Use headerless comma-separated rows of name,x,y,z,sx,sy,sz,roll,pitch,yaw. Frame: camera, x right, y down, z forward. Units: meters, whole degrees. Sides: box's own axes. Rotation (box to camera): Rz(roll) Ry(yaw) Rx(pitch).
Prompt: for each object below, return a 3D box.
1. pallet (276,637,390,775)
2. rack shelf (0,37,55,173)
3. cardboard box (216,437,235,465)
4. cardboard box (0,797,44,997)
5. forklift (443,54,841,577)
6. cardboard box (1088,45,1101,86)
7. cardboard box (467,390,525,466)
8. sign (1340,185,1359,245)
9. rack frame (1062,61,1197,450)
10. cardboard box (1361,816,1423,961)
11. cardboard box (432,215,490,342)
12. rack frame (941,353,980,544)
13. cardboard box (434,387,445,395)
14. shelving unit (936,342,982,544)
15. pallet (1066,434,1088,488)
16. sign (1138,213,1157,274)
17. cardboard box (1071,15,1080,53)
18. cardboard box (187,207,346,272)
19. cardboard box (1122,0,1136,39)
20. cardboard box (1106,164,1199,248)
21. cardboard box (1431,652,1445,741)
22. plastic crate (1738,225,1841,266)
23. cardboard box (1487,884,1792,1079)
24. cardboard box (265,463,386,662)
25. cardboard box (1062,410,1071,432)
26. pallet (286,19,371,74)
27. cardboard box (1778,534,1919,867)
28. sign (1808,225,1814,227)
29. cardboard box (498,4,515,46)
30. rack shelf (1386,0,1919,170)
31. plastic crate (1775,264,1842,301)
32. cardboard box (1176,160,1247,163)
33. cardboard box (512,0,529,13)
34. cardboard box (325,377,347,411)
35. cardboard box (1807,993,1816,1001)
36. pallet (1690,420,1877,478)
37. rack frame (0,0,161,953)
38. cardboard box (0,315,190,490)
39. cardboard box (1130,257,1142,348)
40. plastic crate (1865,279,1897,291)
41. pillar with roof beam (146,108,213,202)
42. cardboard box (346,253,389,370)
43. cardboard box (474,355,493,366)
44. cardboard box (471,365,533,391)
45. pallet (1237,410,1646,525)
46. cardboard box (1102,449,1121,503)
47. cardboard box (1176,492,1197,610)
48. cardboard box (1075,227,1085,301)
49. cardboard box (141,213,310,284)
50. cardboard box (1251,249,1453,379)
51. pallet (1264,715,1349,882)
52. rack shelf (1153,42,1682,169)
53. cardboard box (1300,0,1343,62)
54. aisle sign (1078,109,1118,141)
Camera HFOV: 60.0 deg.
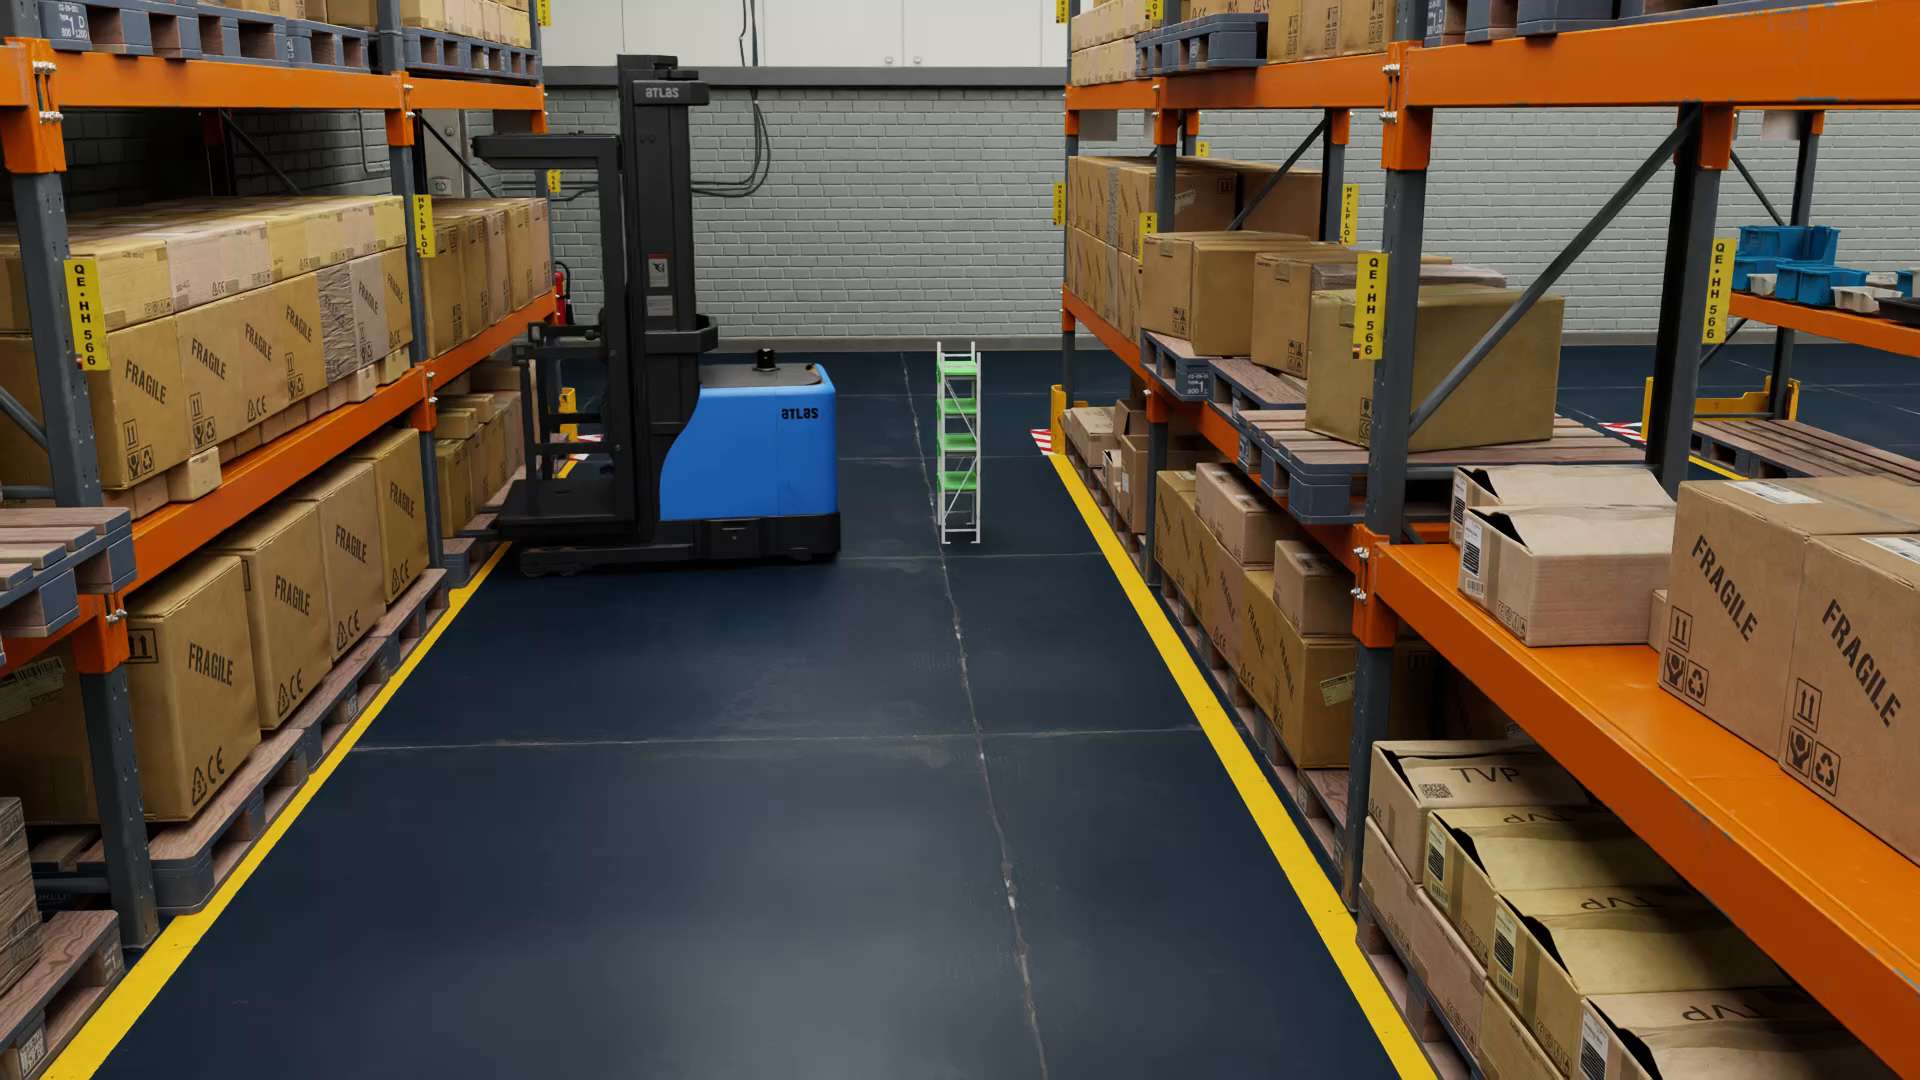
pallet,-3.177,0.719,7.310,1.003,0.211,1.213,-1,14,-3
rack shelf,-3.007,-0.739,2.802,1.077,0.370,4.000,-1,14,-3
cardboard box,-3.022,-0.361,6.373,0.380,0.149,0.250,-1,14,-2
cardboard box,-3.034,1.044,4.583,0.700,0.500,0.500,-1,14,-3
forklift,-2.282,-1.343,9.864,3.031,2.935,1.130,-2,15,-9
cardboard box,1.146,-3.198,11.219,0.500,0.250,0.500,-1,14,-3
cardboard box,-3.452,-0.817,11.857,0.700,0.500,0.500,-1,14,-4
sign,2.119,-1.774,9.079,0.100,0.325,0.005,-1,14,-3
rack frame,1.317,-2.199,13.053,1.000,3.000,0.127,-1,14,-3
cardboard box,1.552,1.054,5.087,0.500,0.250,0.500,-1,14,-4
cardboard box,-3.436,-1.589,10.080,0.980,0.700,0.700,-1,14,-5
rack frame,0.005,-0.562,10.301,0.240,1.200,0.015,-1,14,-3
cardboard box,-3.595,-0.906,10.899,0.380,0.149,0.250,-1,14,-4
shelving unit,-0.010,-0.622,10.537,0.258,1.200,0.503,-1,14,-3
pallet,1.373,-0.631,12.557,1.003,0.211,1.213,-1,14,-3
sign,1.024,-1.613,9.039,0.100,0.325,0.005,-1,14,-3
cardboard box,1.089,-3.689,12.124,0.500,0.250,0.500,-1,14,-3
cardboard box,-3.041,-1.326,7.316,0.500,0.250,0.500,-1,14,-2
cardboard box,1.237,-3.067,9.707,0.500,0.250,0.500,-1,14,-3
cardboard box,1.210,-2.111,10.505,0.500,0.500,0.500,-1,14,-3
cardboard box,2.032,0.540,6.540,0.500,0.500,0.500,-1,14,-5
plastic crate,6.469,-2.240,13.022,0.616,0.435,0.499,-1,14,-3
cardboard box,1.623,1.039,4.016,0.500,0.311,0.500,-1,14,-5
cardboard box,-3.151,0.092,7.622,0.750,0.750,0.750,0,14,-2
cardboard box,1.000,-0.922,12.928,0.380,0.149,0.250,-1,14,-3
pallet,-3.273,-2.260,7.653,0.805,0.209,1.217,-1,15,-6
cardboard box,1.966,0.290,3.178,0.500,0.500,0.500,-1,14,-3
sign,6.810,-2.366,13.375,0.100,0.325,0.005,-1,14,-3
cardboard box,-3.283,-3.446,11.137,0.500,0.250,0.500,-1,14,-6
rack shelf,1.937,-0.816,3.103,1.077,0.370,4.000,-1,14,-3
plastic crate,6.030,-1.829,11.829,0.416,0.233,0.300,-1,14,-3
cardboard box,1.688,-2.371,11.513,0.500,0.500,0.500,0,14,-2
cardboard box,-3.309,-3.939,11.548,0.500,0.500,0.500,-1,14,-4
cardboard box,-3.041,-0.681,7.617,0.380,0.149,0.250,-1,14,-3
cardboard box,2.187,1.153,3.575,0.500,0.311,0.500,0,14,-2
pallet,6.274,-0.718,12.895,1.003,0.211,1.213,-1,14,-3
rack frame,-3.131,-0.132,5.019,1.000,3.000,0.127,-1,14,-3
cardboard box,-2.906,-0.459,5.452,0.500,0.500,0.500,0,14,-2
cardboard box,1.278,-1.373,9.642,0.500,0.500,0.500,-1,14,-3
plastic crate,6.575,-1.761,11.761,0.298,0.136,0.250,-1,14,-3
pillar with roof beam,0.011,-4.259,9.021,9.100,9.000,0.400,-1,14,-3
cardboard box,-3.057,-1.091,7.910,0.500,0.500,0.500,-1,14,-3
cardboard box,-3.691,-1.284,12.369,0.380,0.149,0.250,-1,14,-3
cardboard box,-3.277,-1.163,11.900,0.380,0.149,0.250,0,14,-2
pallet,1.701,-0.284,5.995,1.213,0.211,1.003,-1,14,-3
cardboard box,1.200,-0.439,10.726,0.500,0.311,0.500,-1,14,-3
cardboard box,1.396,0.050,8.446,0.500,0.500,0.500,-1,14,-3
cardboard box,1.119,-2.005,12.098,0.500,0.500,0.500,-1,14,-4
cardboard box,-3.008,-1.199,6.824,0.500,0.250,0.500,-1,14,-5
cardboard box,1.736,-1.018,7.418,0.700,0.500,0.500,-5,15,-18
pallet,1.805,0.955,6.392,1.003,0.211,1.213,-1,14,-3
rack shelf,1.689,-1.811,6.969,1.077,0.370,4.000,-1,14,-3
cardboard box,1.721,-1.945,5.847,0.910,0.500,0.500,-1,14,-3
aisle sign,1.020,-3.470,12.777,0.394,0.787,0.004,-1,14,-3
